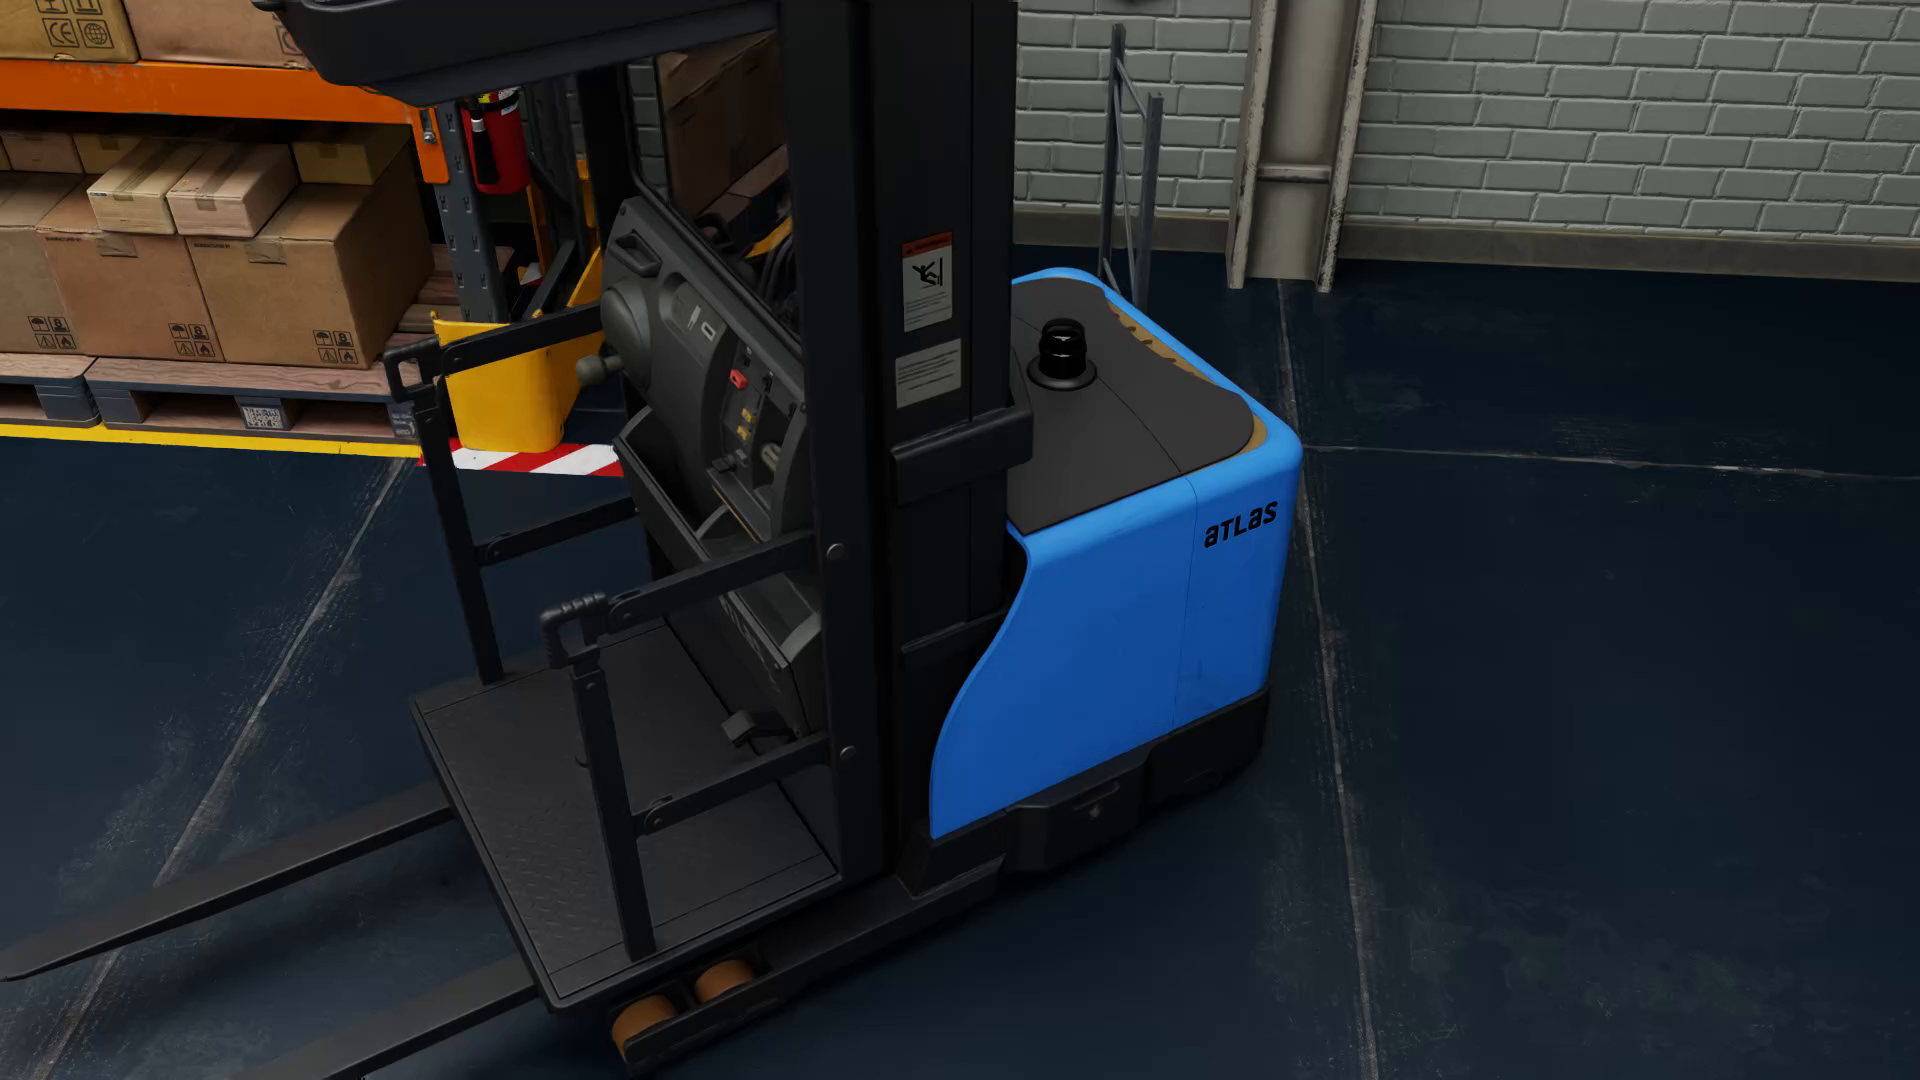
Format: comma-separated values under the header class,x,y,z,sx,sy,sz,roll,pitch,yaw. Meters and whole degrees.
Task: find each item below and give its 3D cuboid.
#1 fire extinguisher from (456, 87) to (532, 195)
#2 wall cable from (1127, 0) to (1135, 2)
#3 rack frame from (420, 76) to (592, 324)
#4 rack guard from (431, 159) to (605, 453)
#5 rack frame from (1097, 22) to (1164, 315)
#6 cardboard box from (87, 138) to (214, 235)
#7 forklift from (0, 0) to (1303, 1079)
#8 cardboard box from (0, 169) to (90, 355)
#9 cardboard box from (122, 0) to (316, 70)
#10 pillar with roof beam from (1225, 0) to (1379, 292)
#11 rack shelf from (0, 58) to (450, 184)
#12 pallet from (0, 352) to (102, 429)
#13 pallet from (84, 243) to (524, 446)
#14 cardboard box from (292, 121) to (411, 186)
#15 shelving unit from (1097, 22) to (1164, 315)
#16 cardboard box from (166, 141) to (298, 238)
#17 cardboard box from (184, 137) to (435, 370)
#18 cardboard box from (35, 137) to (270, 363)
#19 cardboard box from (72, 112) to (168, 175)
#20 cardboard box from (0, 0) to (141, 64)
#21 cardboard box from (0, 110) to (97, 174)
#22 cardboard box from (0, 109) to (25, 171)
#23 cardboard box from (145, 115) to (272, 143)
class,x,y,z,sx,sy,sz,roll,pitch,yaw
fire extinguisher,-1.402,-1.357,4.898,0.183,0.674,0.296,3,39,4
wall cable,-0.155,-2.750,5.447,1.851,1.984,0.084,3,39,4
rack frame,-1.512,-1.831,5.123,0.127,3.000,1.000,3,39,4
rack guard,-1.488,-0.860,5.910,0.348,0.500,1.175,3,39,4
rack frame,0.475,-0.711,4.936,0.032,1.500,0.500,-5,39,-6
cardboard box,-2.617,-1.157,5.428,0.250,0.149,0.380,4,39,5
forklift,-0.714,-0.323,3.325,3.031,2.935,1.130,-21,43,-23
cardboard box,-3.218,-1.053,5.815,0.500,0.500,0.700,2,39,2
cardboard box,-2.021,-1.968,5.055,0.700,0.700,0.980,5,39,6
pillar with roof beam,0.881,-1.847,0.390,0.400,9.000,9.100,3,39,4
rack shelf,-3.505,-1.660,5.484,4.000,0.370,1.077,3,39,4
pallet,-3.528,-0.811,6.080,1.213,0.211,1.003,3,39,4
pallet,-2.316,-0.743,5.996,1.213,0.211,1.003,3,39,4
cardboard box,-2.076,-1.370,5.690,0.250,0.149,0.380,3,39,4
shelving unit,-0.029,-0.667,4.881,1.048,1.500,0.538,-5,39,-6
cardboard box,-2.362,-1.143,5.412,0.250,0.149,0.380,3,39,3
cardboard box,-2.218,-0.999,5.749,0.500,0.500,0.700,3,39,4
cardboard box,-2.717,-1.026,5.782,0.500,0.500,0.700,3,39,4
cardboard box,-2.831,-1.411,5.741,0.250,0.149,0.380,3,39,4
cardboard box,-2.747,-2.001,5.095,0.700,0.700,0.980,3,39,3
cardboard box,-3.084,-1.424,5.757,0.250,0.149,0.380,4,39,4
cardboard box,-3.340,-1.438,5.774,0.250,0.149,0.380,4,39,4
cardboard box,-2.581,-1.397,5.724,0.250,0.149,0.380,3,39,4
